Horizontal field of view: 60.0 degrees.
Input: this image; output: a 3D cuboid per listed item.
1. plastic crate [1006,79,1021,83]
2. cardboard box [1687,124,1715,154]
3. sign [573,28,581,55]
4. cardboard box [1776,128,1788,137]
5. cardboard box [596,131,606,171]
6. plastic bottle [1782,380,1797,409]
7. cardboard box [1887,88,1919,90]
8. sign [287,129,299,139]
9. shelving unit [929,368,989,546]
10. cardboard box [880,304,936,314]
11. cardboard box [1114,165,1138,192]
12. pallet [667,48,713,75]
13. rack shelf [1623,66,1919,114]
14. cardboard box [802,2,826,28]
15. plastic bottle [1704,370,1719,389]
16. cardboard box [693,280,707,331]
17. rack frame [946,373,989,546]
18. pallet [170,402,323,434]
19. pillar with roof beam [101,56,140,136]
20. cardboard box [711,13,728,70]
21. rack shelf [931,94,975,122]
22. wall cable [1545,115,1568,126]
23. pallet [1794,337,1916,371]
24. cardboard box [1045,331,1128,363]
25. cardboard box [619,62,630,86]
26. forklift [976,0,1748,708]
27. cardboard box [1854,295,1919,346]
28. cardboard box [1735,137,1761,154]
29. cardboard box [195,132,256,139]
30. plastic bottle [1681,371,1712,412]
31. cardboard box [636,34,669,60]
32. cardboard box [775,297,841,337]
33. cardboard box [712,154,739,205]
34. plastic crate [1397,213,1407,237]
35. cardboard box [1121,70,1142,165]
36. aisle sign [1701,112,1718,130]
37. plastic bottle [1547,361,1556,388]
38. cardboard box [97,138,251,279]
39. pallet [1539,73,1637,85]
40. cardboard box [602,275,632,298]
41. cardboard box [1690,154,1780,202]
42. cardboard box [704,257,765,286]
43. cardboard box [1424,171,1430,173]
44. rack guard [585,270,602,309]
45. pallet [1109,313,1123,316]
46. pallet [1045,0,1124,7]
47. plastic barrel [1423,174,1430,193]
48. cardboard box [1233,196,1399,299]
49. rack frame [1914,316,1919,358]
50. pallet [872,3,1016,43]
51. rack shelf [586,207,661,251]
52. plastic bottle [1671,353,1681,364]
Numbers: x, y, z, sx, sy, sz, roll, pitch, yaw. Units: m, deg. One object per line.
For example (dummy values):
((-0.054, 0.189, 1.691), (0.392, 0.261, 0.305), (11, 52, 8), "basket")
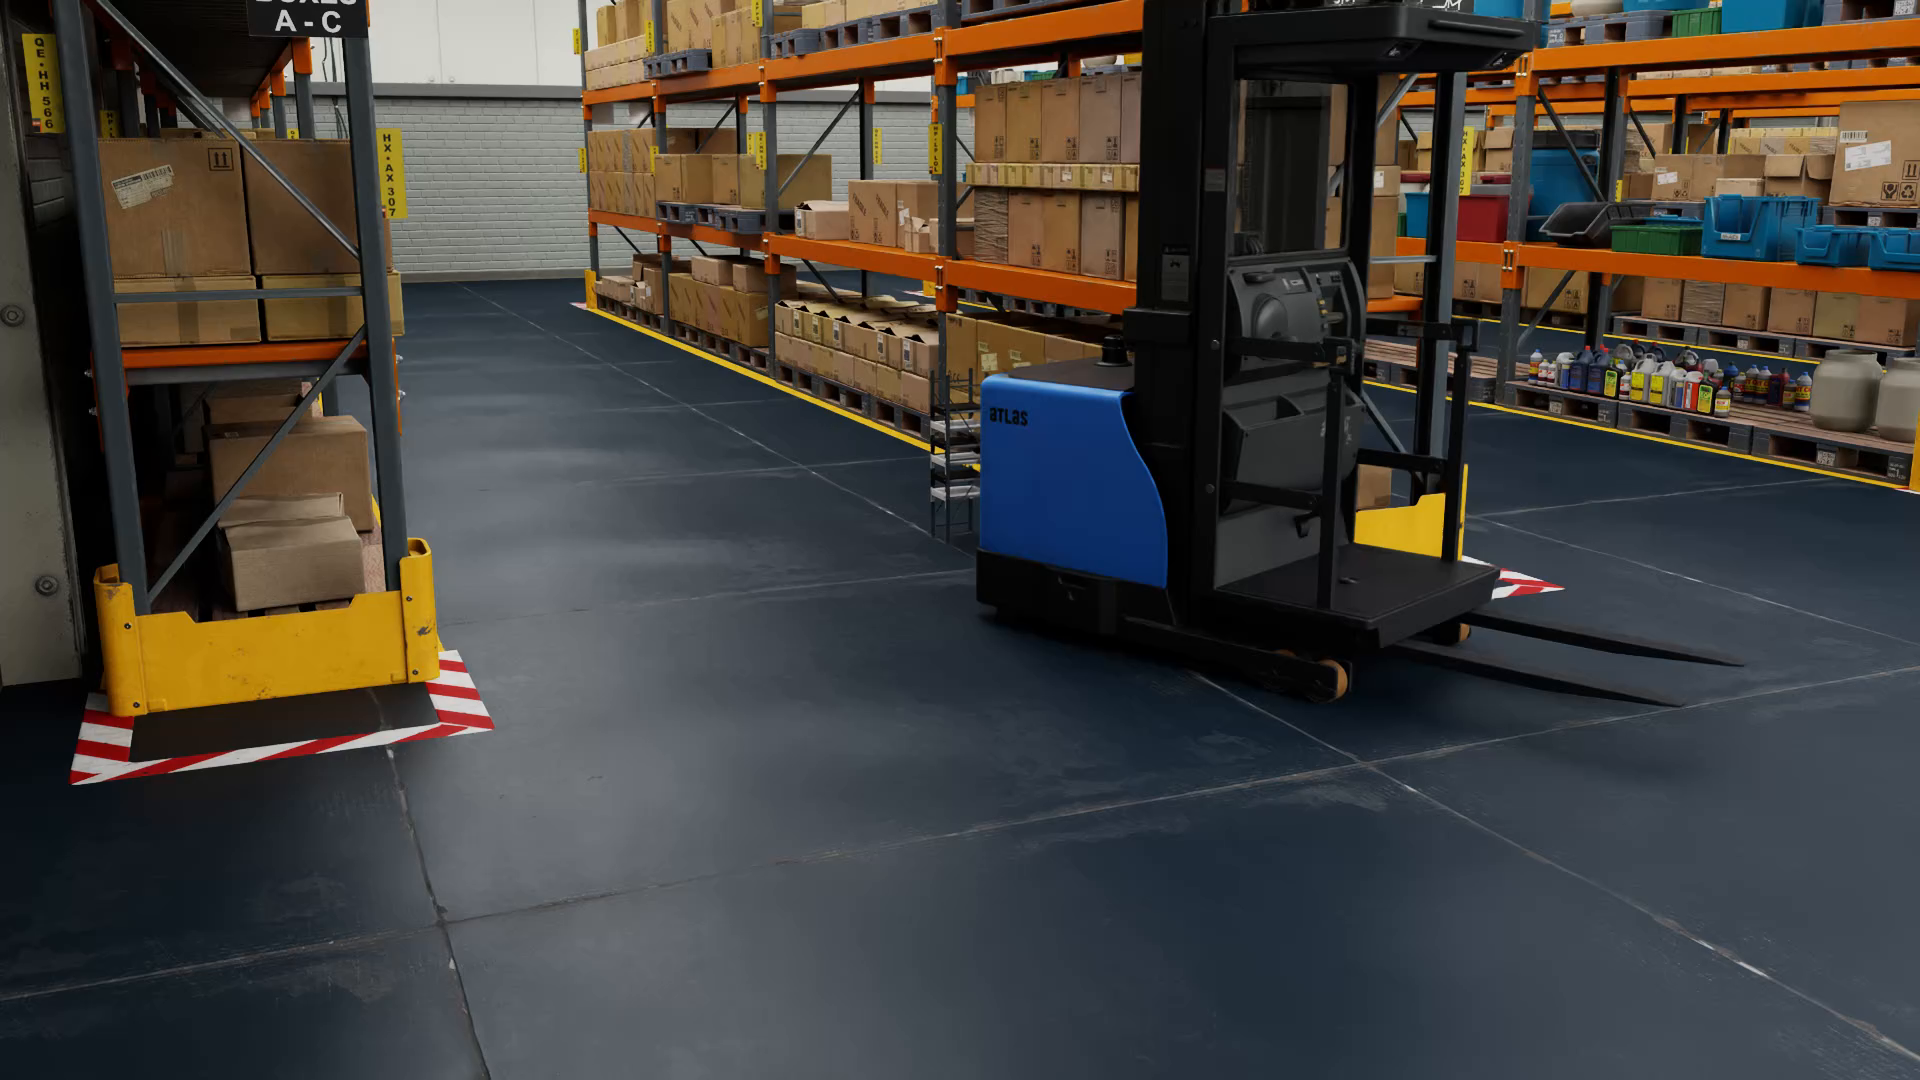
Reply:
((0.809, -5.818, 21.289), (0.293, 0.136, 0.466), (-6, 14, -23), "plastic crate")
((10.833, -5.927, 24.729), (0.500, 0.500, 0.500), (-5, 14, -22), "cardboard box")
((-4.972, -6.475, 21.603), (0.100, 0.325, 0.005), (-6, 14, -23), "sign")
((14.078, -6.910, 28.196), (0.380, 0.149, 0.250), (-5, 14, -22), "cardboard box")
((-4.323, -4.950, 21.165), (0.500, 0.500, 0.500), (-5, 14, -22), "cardboard box")
((5.992, -1.053, 11.997), (0.097, 0.201, 0.097), (0, 13, 0), "plastic bottle")
((11.931, -5.910, 20.879), (0.500, 0.500, 0.500), (-6, 14, -23), "cardboard box")
((-5.315, -3.112, 13.272), (0.100, 0.325, 0.005), (-6, 14, -23), "sign")
((-0.003, -0.440, 8.776), (0.258, 0.900, 0.210), (-6, 14, -23), "shelving unit")
((-0.422, -1.825, 14.025), (0.500, 0.311, 0.500), (-6, 14, -23), "cardboard box")
((1.086, -2.025, 9.306), (0.380, 0.149, 0.250), (-5, 14, -21), "cardboard box")
((-2.258, -4.825, 16.829), (1.213, 0.211, 1.003), (-6, 14, -23), "pallet")
((8.609, -4.576, 16.930), (1.077, 0.370, 4.000), (-6, 14, -23), "rack shelf")
((-1.037, -4.488, 14.358), (0.500, 0.250, 0.500), (-7, 15, -27), "cardboard box")
((5.358, -1.073, 11.901), (0.061, 0.283, 0.133), (-6, 14, -23), "plastic bottle")
((-2.485, -2.472, 17.465), (0.500, 0.500, 0.500), (-5, 14, -22), "cardboard box")
((0.037, -0.419, 8.685), (0.240, 0.900, 0.006), (-6, 14, -23), "rack frame")
((-5.012, -0.764, 11.702), (1.003, 0.211, 1.213), (-6, 14, -23), "pallet")
((-4.539, -6.740, 18.035), (9.100, 9.000, 0.400), (-6, 14, -23), "pillar with roof beam")
((-1.889, -4.794, 16.056), (0.910, 0.500, 0.500), (-6, 14, -23), "cardboard box")
((0.866, -5.781, 22.139), (1.077, 0.370, 4.000), (-6, 14, -23), "rack shelf")
((12.698, -8.214, 35.455), (0.588, 1.984, 0.122), (-6, 14, -23), "wall cable")
((9.097, -1.854, 16.411), (1.003, 0.211, 1.213), (-6, 14, -23), "pallet")
((0.833, -0.954, 9.843), (0.500, 0.500, 0.500), (-6, 14, -23), "cardboard box")
((-3.710, -5.482, 19.583), (0.500, 0.250, 0.500), (-6, 14, -23), "cardboard box")
((1.498, -0.947, 6.463), (3.031, 2.935, 1.130), (12, 17, 41), "forklift")
((9.184, -2.177, 16.191), (0.700, 0.500, 0.500), (-7, 15, -27), "cardboard box")
((13.828, -6.731, 28.859), (0.500, 0.500, 0.500), (-6, 14, -24), "cardboard box")
((-5.500, -2.981, 12.462), (0.380, 0.149, 0.250), (-8, 15, -32), "cardboard box")
((5.261, -1.059, 11.860), (0.152, 0.276, 0.135), (-6, 14, -23), "plastic bottle")
((-3.317, -5.518, 18.631), (0.500, 0.250, 0.500), (-6, 14, -23), "cardboard box")
((-1.330, -1.987, 14.727), (0.500, 0.311, 0.500), (-5, 14, -21), "cardboard box")
((-2.109, -3.704, 17.069), (0.700, 0.500, 0.500), (-10, 16, -37), "cardboard box")
((3.915, -2.835, 14.937), (0.450, 0.188, 0.662), (-6, 14, -23), "plastic crate")
((1.319, -2.333, 9.197), (0.700, 0.500, 0.500), (-6, 14, -23), "cardboard box")
((13.389, -7.681, 29.639), (0.394, 0.787, 0.004), (-6, 14, -23), "aisle sign")
((4.679, -1.308, 13.098), (0.097, 0.201, 0.097), (0, 13, 0), "plastic bottle")
((-2.987, -1.263, 6.300), (0.500, 0.500, 0.500), (-6, 14, -24), "cardboard box")
((7.501, -5.375, 19.210), (1.213, 0.211, 1.003), (-5, 14, -20), "pallet")
((-4.317, -3.270, 21.469), (0.500, 0.250, 0.500), (-6, 14, -23), "cardboard box")
((8.376, -3.917, 17.988), (0.700, 0.500, 0.500), (-3, 13, -15), "cardboard box")
((-2.301, -2.740, 16.961), (0.500, 0.250, 0.500), (-6, 14, -24), "cardboard box")
((6.363, -4.532, 21.575), (0.500, 0.500, 0.500), (-6, 14, -23), "cardboard box")
((-4.445, -3.403, 22.465), (1.175, 0.500, 0.348), (-6, 14, -23), "rack guard")
((2.430, -2.483, 19.129), (1.003, 0.211, 1.213), (-6, 14, -23), "pallet")
((1.182, -3.150, 9.372), (1.003, 0.211, 1.213), (-6, 14, -23), "pallet")
((4.395, -3.039, 15.048), (0.433, 0.535, 0.433), (0, 13, 0), "plastic barrel")
((1.759, -1.477, 8.379), (0.700, 0.500, 0.500), (-6, 14, -23), "cardboard box")
((9.410, -3.051, 15.402), (1.000, 3.000, 0.127), (-6, 14, -23), "rack frame")
((-0.034, -3.707, 12.005), (0.805, 0.209, 1.217), (-6, 14, -25), "pallet")
((-3.674, -3.873, 20.547), (1.077, 0.370, 4.000), (-6, 14, -23), "rack shelf")
((5.574, -1.319, 12.963), (0.061, 0.283, 0.133), (-5, 14, -19), "plastic bottle")
